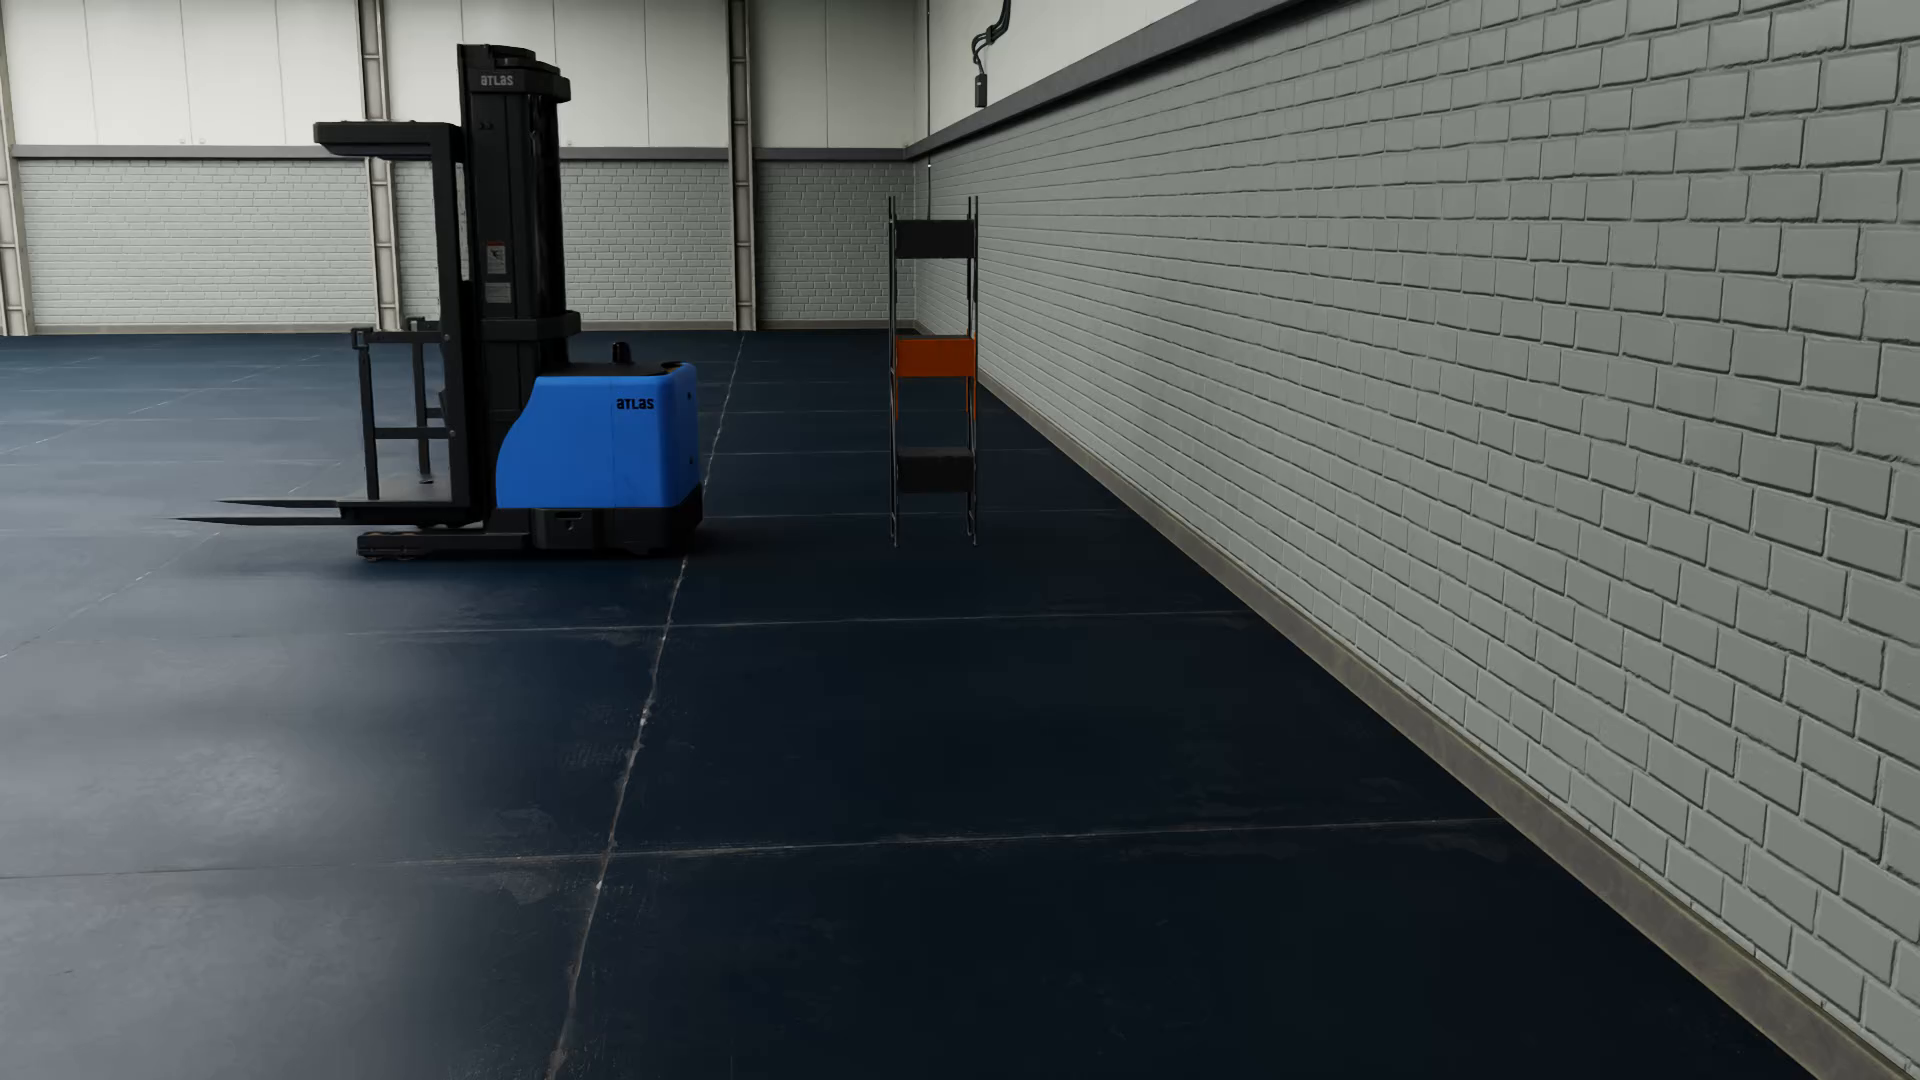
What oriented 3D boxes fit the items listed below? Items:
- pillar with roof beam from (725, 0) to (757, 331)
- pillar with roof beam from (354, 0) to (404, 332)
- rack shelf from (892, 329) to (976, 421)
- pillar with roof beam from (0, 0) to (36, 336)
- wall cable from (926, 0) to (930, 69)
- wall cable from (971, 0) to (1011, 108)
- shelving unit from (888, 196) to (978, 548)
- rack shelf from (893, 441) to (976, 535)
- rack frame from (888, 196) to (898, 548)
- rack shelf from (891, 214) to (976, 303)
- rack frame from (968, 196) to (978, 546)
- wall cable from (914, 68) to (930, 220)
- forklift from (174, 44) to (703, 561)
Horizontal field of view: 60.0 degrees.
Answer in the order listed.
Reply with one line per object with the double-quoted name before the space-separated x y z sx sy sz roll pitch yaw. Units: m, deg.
"pillar with roof beam" -3.284 -7.254 23.939 0.400 9.000 9.100 -1 11 -6
"pillar with roof beam" -9.249 -7.129 23.303 0.400 9.000 9.100 -1 11 -6
"rack shelf" -0.165 -1.013 10.151 0.480 0.518 0.431 -1 11 -6
"pillar with roof beam" -15.214 -7.004 22.667 0.400 9.000 9.100 -1 11 -6
"wall cable" -0.385 -8.323 24.334 0.112 2.526 3.097 -1 11 -6
"wall cable" 0.332 -7.735 17.570 0.169 6.003 2.305 -1 11 -6
"shelving unit" -0.165 -1.027 10.148 0.503 2.100 0.431 -1 11 -6
"rack shelf" -0.165 -0.327 10.286 0.480 0.518 0.431 -1 11 -6
"rack frame" -0.407 -1.022 10.122 0.015 2.100 0.400 -1 11 -6
"rack shelf" -0.165 -1.700 10.016 0.480 0.518 0.431 -1 11 -6
"rack frame" 0.078 -1.032 10.174 0.015 2.100 0.400 -1 11 -6
"wall cable" -0.677 -6.364 27.460 0.112 2.526 3.097 -1 11 -6
"forklift" -3.162 -1.418 9.980 3.031 2.935 1.130 0 11 -1
